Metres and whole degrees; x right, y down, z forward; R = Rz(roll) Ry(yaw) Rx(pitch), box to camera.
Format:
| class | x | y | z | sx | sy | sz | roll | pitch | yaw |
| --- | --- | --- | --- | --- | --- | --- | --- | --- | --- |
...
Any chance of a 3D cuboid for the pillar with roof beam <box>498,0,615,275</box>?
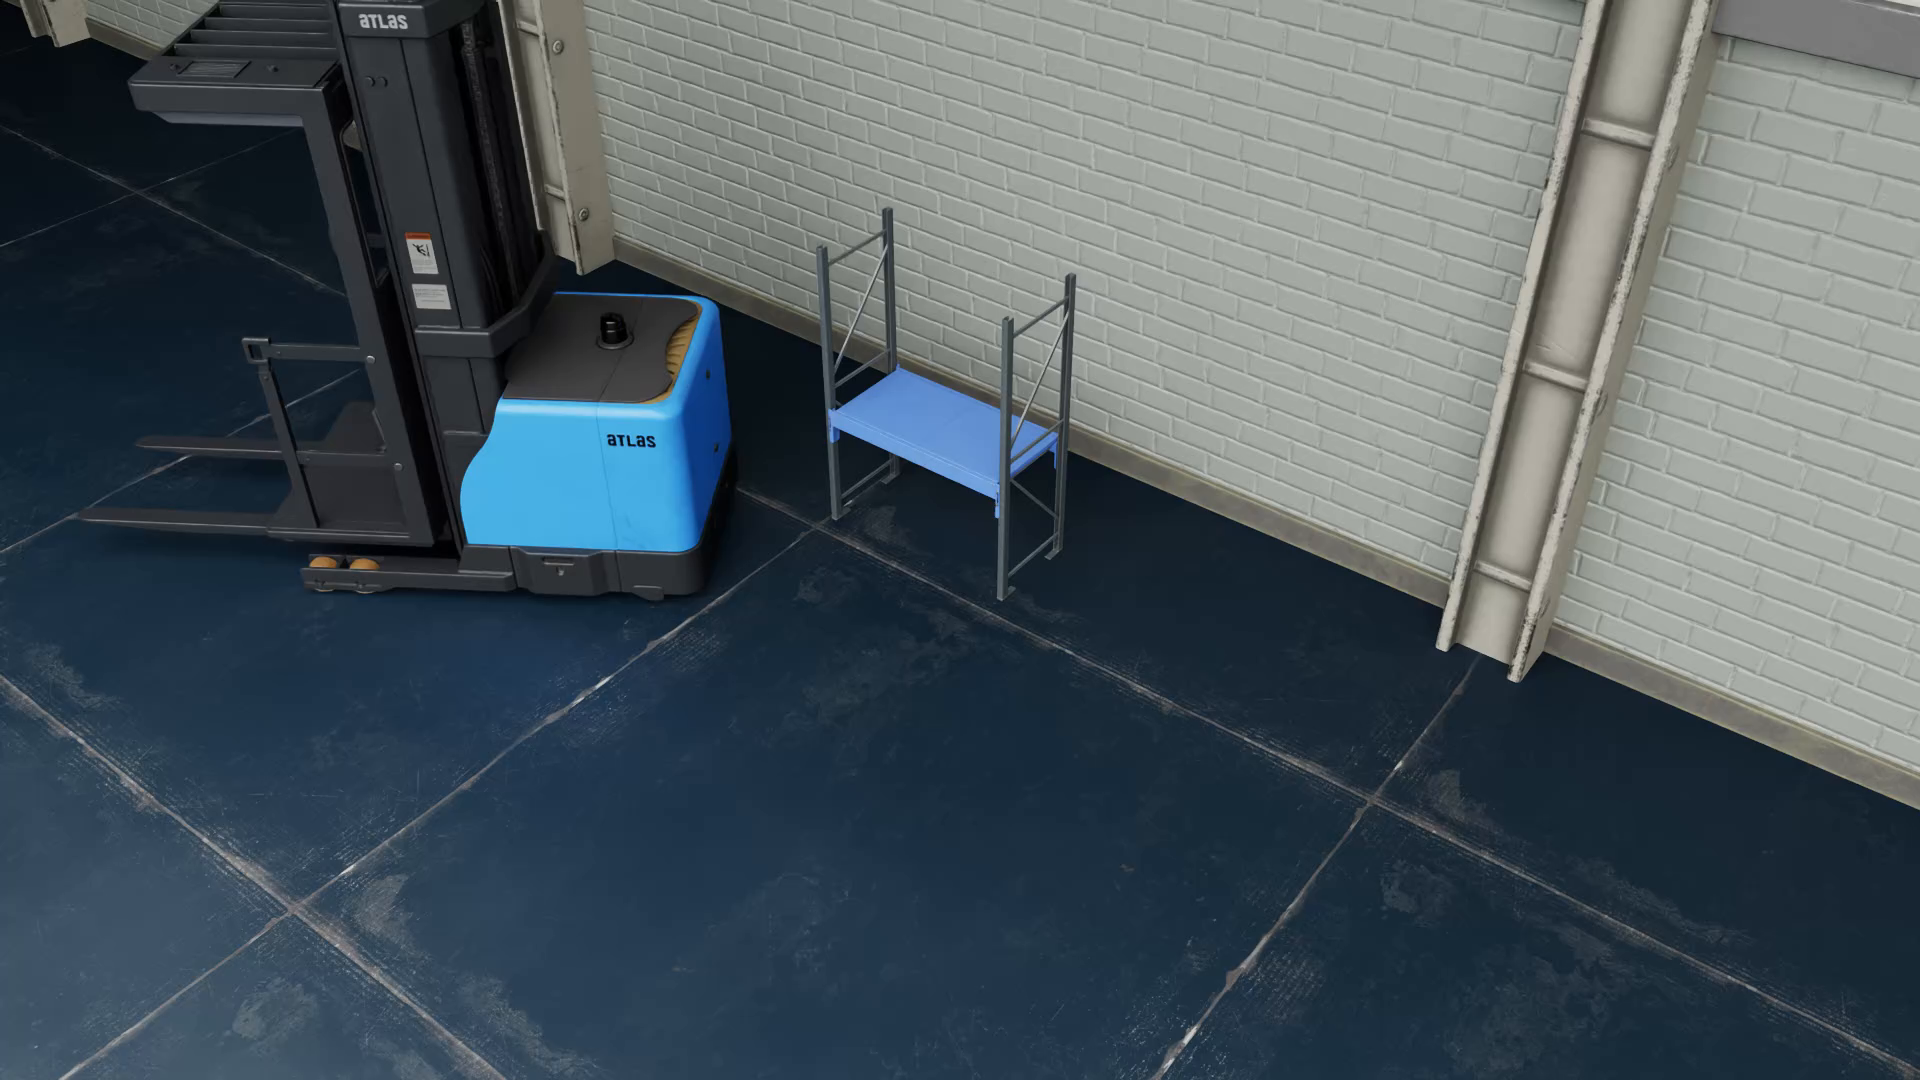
| class | x | y | z | sx | sy | sz | roll | pitch | yaw |
| --- | --- | --- | --- | --- | --- | --- | --- | --- | --- |
| pillar with roof beam | -4.990 | -3.202 | 4.900 | 0.400 | 9.000 | 9.100 | 25 | 45 | 29 |

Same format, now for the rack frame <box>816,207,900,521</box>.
| class | x | y | z | sx | sy | sz | roll | pitch | yaw |
| --- | --- | --- | --- | --- | --- | --- | --- | --- | --- |
| rack frame | -0.472 | -0.813 | 7.932 | 0.032 | 1.500 | 0.500 | 25 | 45 | 29 |

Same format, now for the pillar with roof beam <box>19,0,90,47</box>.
| class | x | y | z | sx | sy | sz | roll | pitch | yaw |
| --- | --- | --- | --- | --- | --- | --- | --- | --- | --- |
| pillar with roof beam | -9.756 | -5.449 | 7.770 | 0.400 | 9.000 | 9.100 | 25 | 45 | 29 |

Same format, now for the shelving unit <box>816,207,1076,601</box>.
| class | x | y | z | sx | sy | sz | roll | pitch | yaw |
| --- | --- | --- | --- | --- | --- | --- | --- | --- | --- |
| shelving unit | -0.068 | -0.622 | 7.689 | 1.048 | 1.500 | 0.538 | 25 | 45 | 29 |

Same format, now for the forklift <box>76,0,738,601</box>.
| class | x | y | z | sx | sy | sz | roll | pitch | yaw |
| --- | --- | --- | --- | --- | --- | --- | --- | --- | --- |
| forklift | -2.661 | -1.225 | 7.298 | 3.031 | 2.935 | 1.130 | 2 | 38 | 3 |

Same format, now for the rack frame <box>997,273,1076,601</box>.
| class | x | y | z | sx | sy | sz | roll | pitch | yaw |
| --- | --- | --- | --- | --- | --- | --- | --- | --- | --- |
| rack frame | 0.336 | -0.432 | 7.446 | 0.032 | 1.500 | 0.500 | 25 | 45 | 29 |

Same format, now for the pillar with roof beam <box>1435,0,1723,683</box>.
| class | x | y | z | sx | sy | sz | roll | pitch | yaw |
| --- | --- | --- | --- | --- | --- | --- | --- | --- | --- |
| pillar with roof beam | -0.224 | -0.954 | 2.030 | 0.400 | 9.000 | 9.100 | 25 | 45 | 29 |

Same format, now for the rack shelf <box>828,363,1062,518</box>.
| class | x | y | z | sx | sy | sz | roll | pitch | yaw |
| --- | --- | --- | --- | --- | --- | --- | --- | --- | --- |
| rack shelf | -0.068 | -0.481 | 7.800 | 1.000 | 0.185 | 0.538 | 25 | 45 | 29 |
